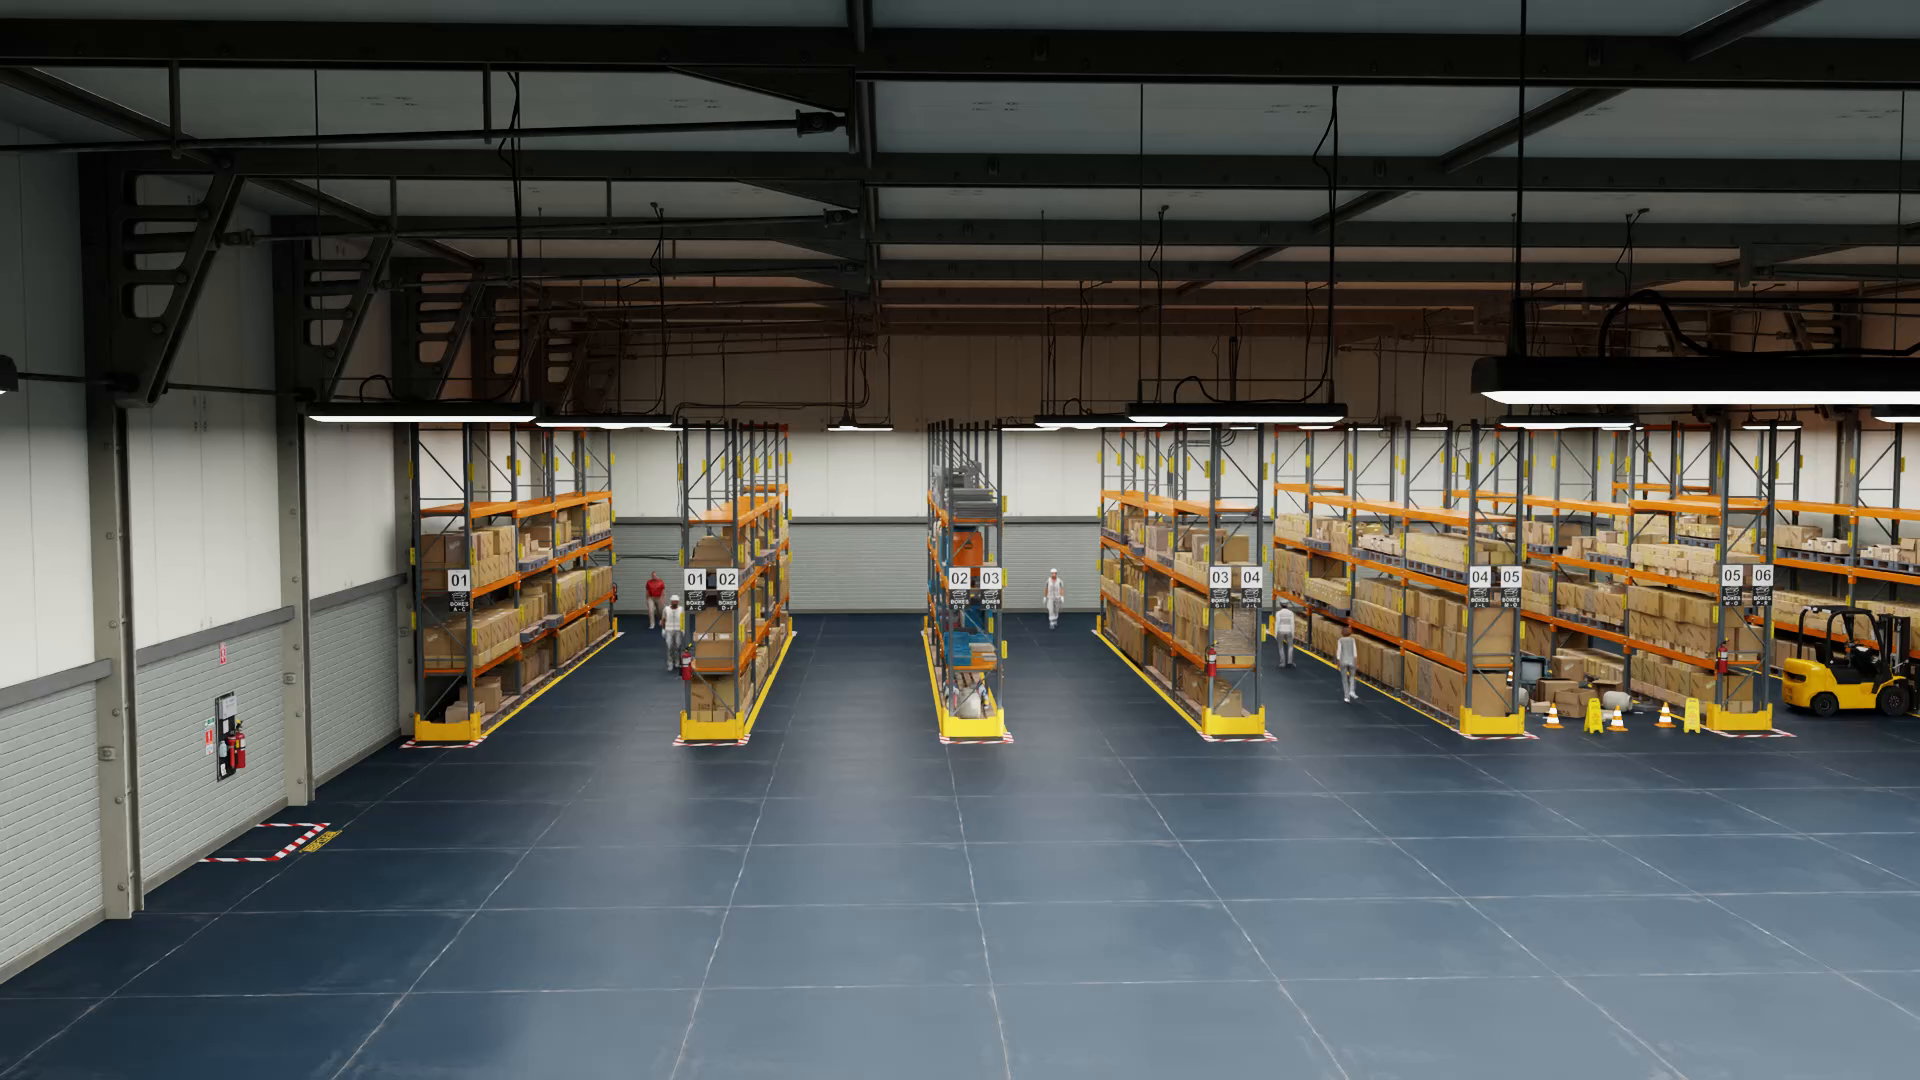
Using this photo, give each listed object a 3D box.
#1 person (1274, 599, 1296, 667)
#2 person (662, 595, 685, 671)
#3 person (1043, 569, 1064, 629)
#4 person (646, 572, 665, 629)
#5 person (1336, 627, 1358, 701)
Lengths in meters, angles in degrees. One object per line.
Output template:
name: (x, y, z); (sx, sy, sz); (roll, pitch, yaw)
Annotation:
person: (7.944, 2.289, 40.671); (0.512, 1.675, 0.516); (0, 4, -3)
person: (-6.947, 2.251, 40.500); (0.576, 1.801, 0.681); (-1, 4, -17)
person: (2.754, 1.709, 48.700); (0.600, 1.724, 1.034); (0, 4, -2)
person: (-8.929, 1.749, 48.793); (0.547, 1.674, 0.971); (0, 4, -6)
person: (8.266, 2.645, 35.517); (0.455, 1.586, 0.441); (0, 4, 5)
